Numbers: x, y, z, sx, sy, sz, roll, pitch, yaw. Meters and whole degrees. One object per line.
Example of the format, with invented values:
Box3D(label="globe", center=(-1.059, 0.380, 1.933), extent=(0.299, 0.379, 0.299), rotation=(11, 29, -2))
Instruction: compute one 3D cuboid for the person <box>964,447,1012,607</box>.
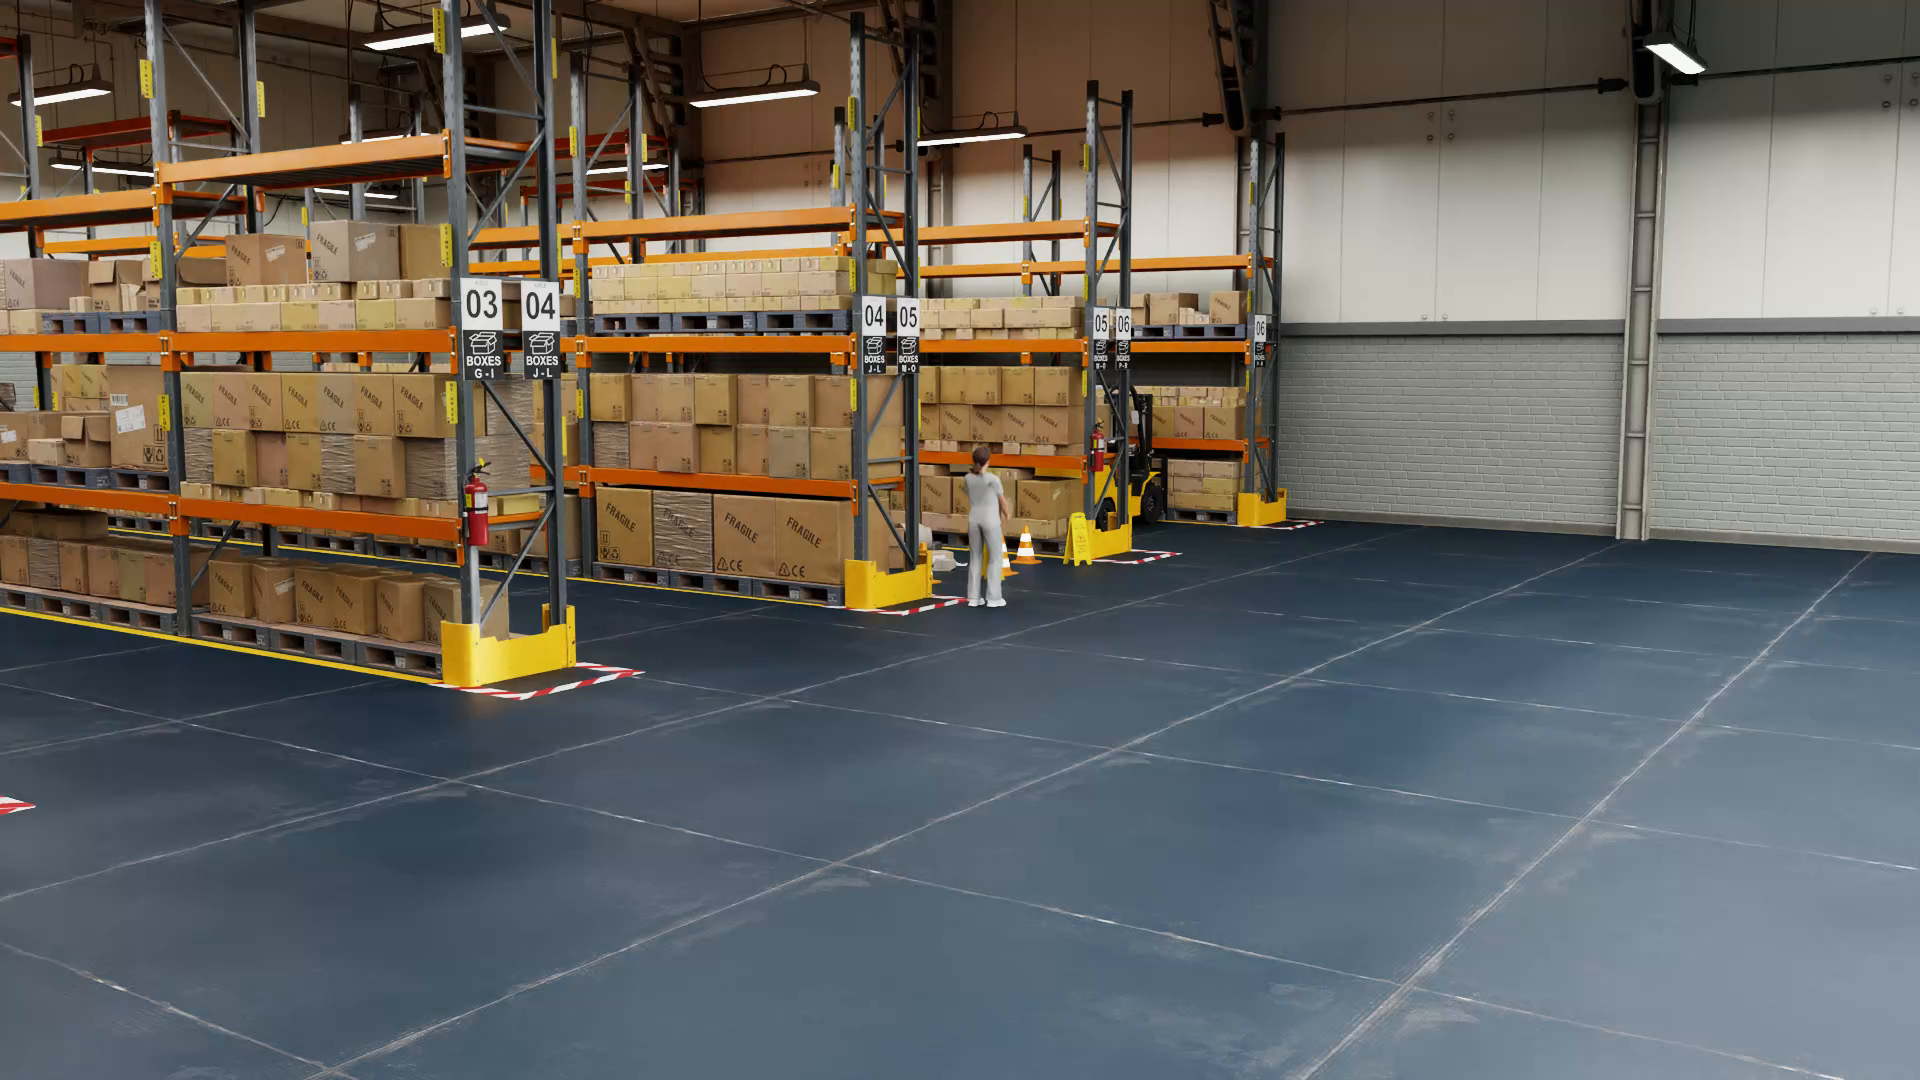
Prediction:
Box3D(label="person", center=(0.286, -0.140, 17.284), extent=(0.434, 1.665, 0.548), rotation=(4, 7, 29))
